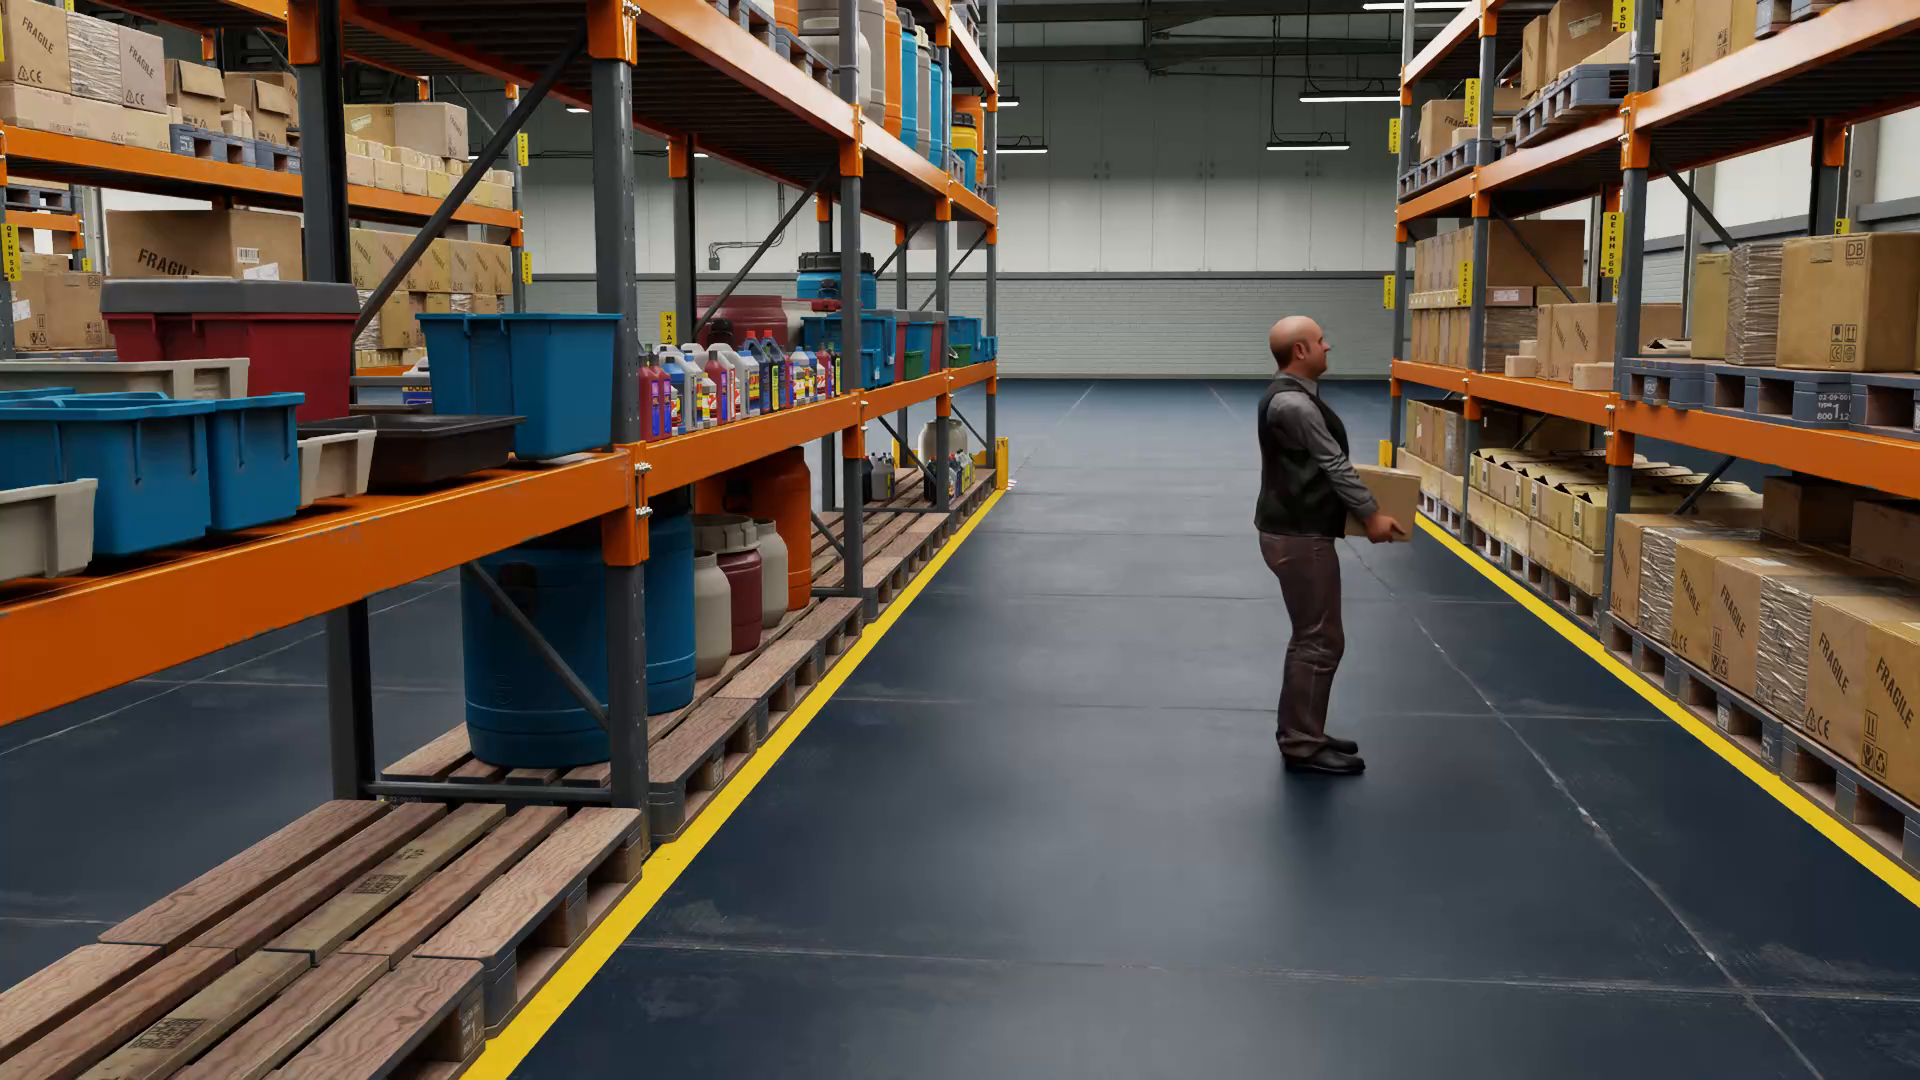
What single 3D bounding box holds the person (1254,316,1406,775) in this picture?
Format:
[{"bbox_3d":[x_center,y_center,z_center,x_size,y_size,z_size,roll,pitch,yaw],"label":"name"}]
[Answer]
[{"bbox_3d":[1.399,0.009,6.343,0.545,1.715,0.494,1,8,7],"label":"person"}]
